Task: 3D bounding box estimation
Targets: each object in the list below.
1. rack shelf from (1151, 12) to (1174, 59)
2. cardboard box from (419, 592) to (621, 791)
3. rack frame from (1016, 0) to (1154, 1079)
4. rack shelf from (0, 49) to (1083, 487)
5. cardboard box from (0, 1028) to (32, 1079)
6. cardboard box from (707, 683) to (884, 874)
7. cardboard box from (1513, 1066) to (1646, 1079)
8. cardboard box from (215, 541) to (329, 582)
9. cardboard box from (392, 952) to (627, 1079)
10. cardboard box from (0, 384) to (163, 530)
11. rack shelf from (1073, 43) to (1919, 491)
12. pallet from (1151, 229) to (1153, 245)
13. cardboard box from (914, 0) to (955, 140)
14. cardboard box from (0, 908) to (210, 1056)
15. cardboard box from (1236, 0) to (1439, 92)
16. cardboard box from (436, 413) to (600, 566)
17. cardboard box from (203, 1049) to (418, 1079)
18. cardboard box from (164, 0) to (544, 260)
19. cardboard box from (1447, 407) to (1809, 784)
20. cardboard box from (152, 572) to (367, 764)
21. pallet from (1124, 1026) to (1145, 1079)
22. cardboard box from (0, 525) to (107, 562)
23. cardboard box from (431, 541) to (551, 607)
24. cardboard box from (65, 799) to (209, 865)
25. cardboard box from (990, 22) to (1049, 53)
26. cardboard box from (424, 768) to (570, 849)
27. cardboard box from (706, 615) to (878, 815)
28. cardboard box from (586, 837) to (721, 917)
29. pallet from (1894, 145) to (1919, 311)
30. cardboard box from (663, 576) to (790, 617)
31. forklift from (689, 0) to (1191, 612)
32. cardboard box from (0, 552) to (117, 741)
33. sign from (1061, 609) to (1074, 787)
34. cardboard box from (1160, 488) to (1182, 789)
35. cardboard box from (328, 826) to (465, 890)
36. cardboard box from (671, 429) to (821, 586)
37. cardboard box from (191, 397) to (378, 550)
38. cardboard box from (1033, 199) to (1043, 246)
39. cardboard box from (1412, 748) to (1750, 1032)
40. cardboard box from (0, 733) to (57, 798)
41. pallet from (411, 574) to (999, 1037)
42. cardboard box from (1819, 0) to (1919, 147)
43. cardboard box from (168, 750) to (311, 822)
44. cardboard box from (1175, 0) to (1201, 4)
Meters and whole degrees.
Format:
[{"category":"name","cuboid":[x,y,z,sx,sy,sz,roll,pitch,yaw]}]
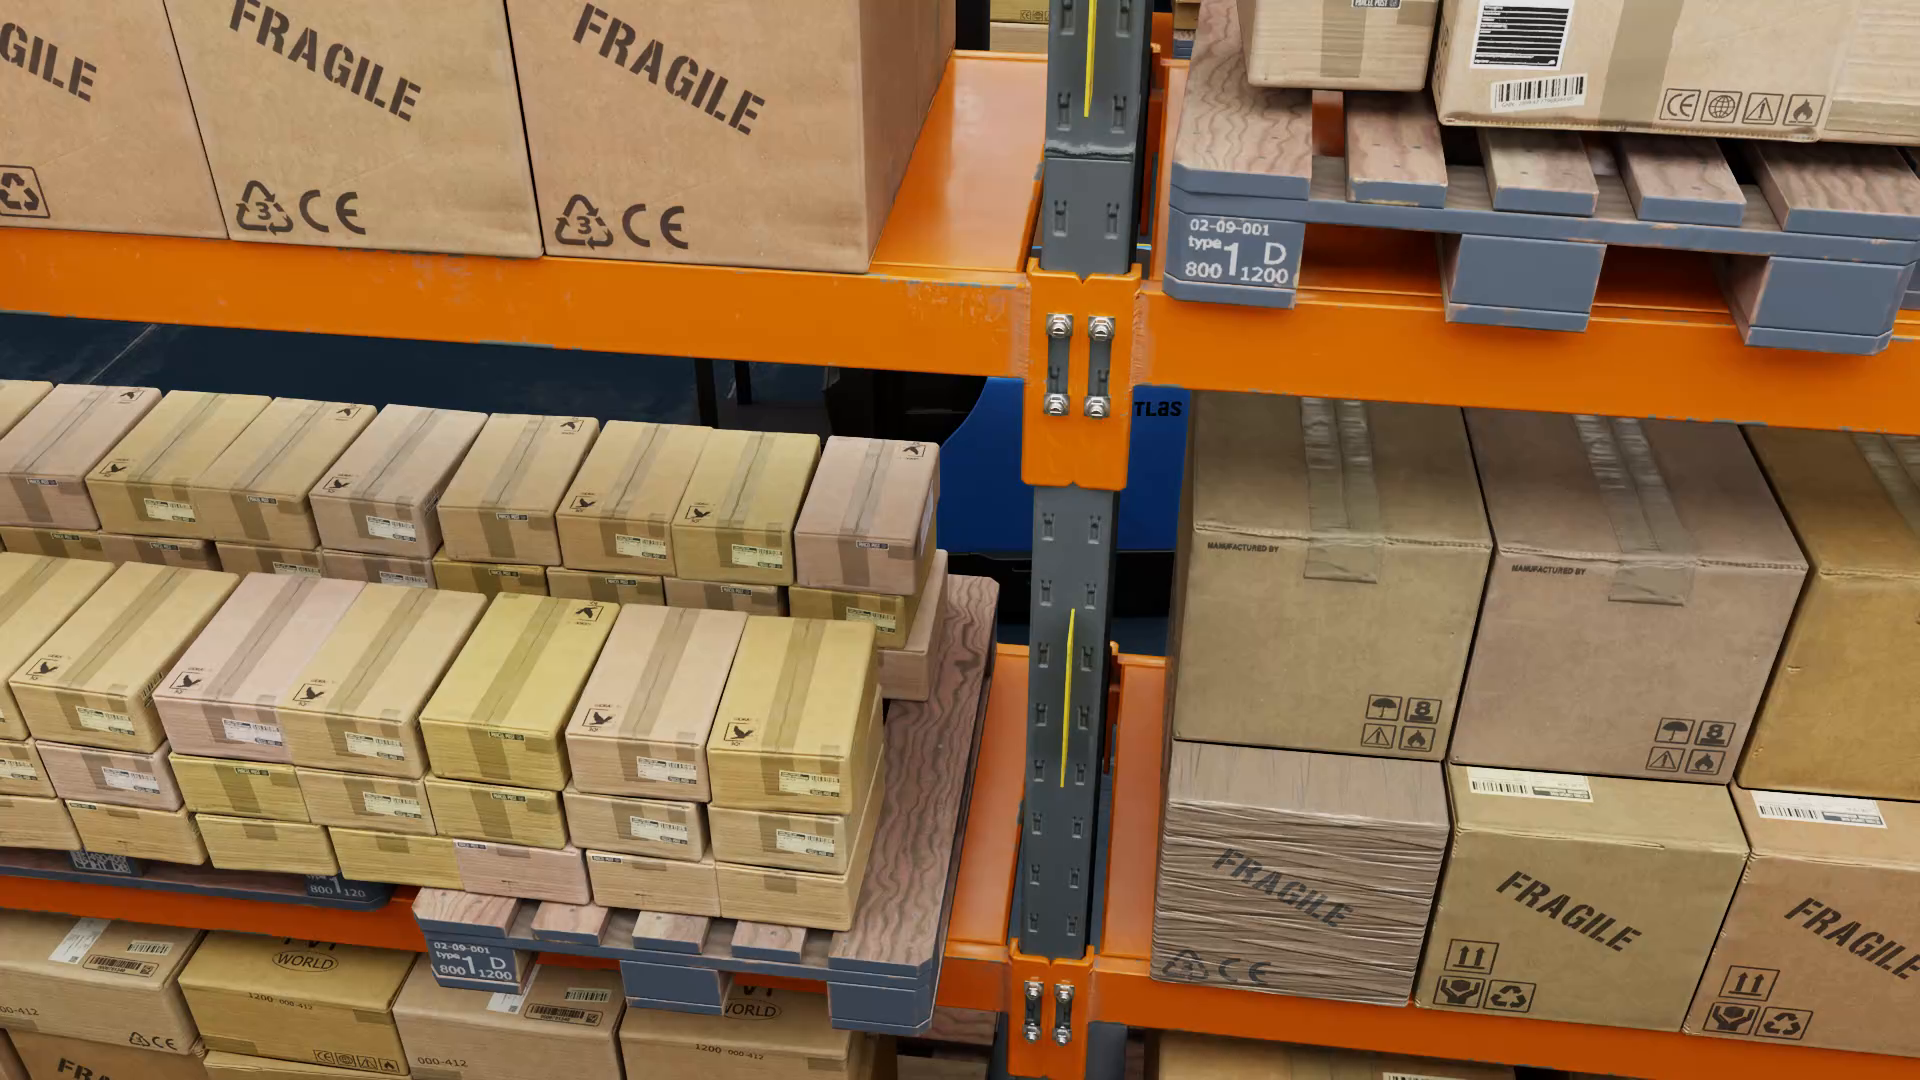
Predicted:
[{"category":"rack shelf","cuboid":[2.758,-2.020,7.617,4.000,0.370,1.077,4,36,6]},{"category":"cardboard box","cuboid":[-0.809,0.277,3.122,0.250,0.149,0.380,5,36,7]},{"category":"rack frame","cuboid":[0.245,0.399,3.609,0.127,3.000,1.000,4,36,6]},{"category":"rack shelf","cuboid":[-1.739,-0.677,3.154,4.000,0.370,1.077,4,36,6]},{"category":"cardboard box","cuboid":[-2.499,1.195,4.283,0.500,0.500,0.500,6,36,8]},{"category":"cardboard box","cuboid":[-0.303,0.435,3.157,0.250,0.149,0.380,5,36,7]},{"category":"cardboard box","cuboid":[1.705,1.304,3.916,0.750,0.750,1.050,5,36,7]},{"category":"cardboard box","cuboid":[-1.487,-0.036,3.818,0.250,0.149,0.380,4,36,6]},{"category":"cardboard box","cuboid":[-0.970,1.010,3.898,0.500,0.250,0.500,5,36,7]},{"category":"cardboard box","cuboid":[-2.007,-0.194,3.782,0.250,0.149,0.380,3,36,4]},{"category":"rack shelf","cuboid":[2.228,-0.381,2.739,4.000,0.370,1.077,4,36,6]},{"category":"pallet","cuboid":[1.550,-1.267,8.343,1.213,0.211,1.003,4,36,6]},{"category":"cardboard box","cuboid":[-0.288,-1.058,2.982,0.500,0.500,0.500,4,36,6]},{"category":"cardboard box","cuboid":[-1.990,0.930,4.010,0.500,0.250,0.500,6,36,8]},{"category":"cardboard box","cuboid":[0.555,-0.814,2.495,0.250,0.149,0.380,3,36,4]},{"category":"cardboard box","cuboid":[-0.961,-0.116,3.674,0.250,0.149,0.380,3,36,4]},{"category":"cardboard box","cuboid":[-1.483,1.277,4.168,0.500,0.500,0.500,3,36,4]},{"category":"cardboard box","cuboid":[-0.852,-0.788,2.604,0.500,0.500,0.500,4,36,6]},{"category":"cardboard box","cuboid":[1.190,0.027,3.183,0.500,0.500,0.700,4,36,5]},{"category":"cardboard box","cuboid":[-1.312,0.238,3.177,0.250,0.149,0.380,4,36,6]},{"category":"pallet","cuboid":[1.017,1.636,4.276,1.213,0.211,1.003,4,36,6]},{"category":"cardboard box","cuboid":[-1.995,-0.075,3.872,0.250,0.149,0.380,4,36,6]},{"category":"cardboard box","cuboid":[-0.994,0.003,3.763,0.250,0.149,0.380,4,36,6]},{"category":"cardboard box","cuboid":[-1.575,0.461,3.377,0.250,0.149,0.380,5,36,7]},{"category":"cardboard box","cuboid":[0.240,-2.287,7.502,0.500,0.250,0.500,3,36,4]},{"category":"cardboard box","cuboid":[-0.830,0.398,3.208,0.250,0.149,0.380,5,36,7]},{"category":"cardboard box","cuboid":[-0.300,0.316,3.067,0.250,0.149,0.380,3,36,4]},{"category":"cardboard box","cuboid":[-0.549,0.539,3.267,0.250,0.149,0.380,4,36,6]},{"category":"pallet","cuboid":[1.999,-0.647,2.655,1.213,0.211,1.003,6,36,8]},{"category":"cardboard box","cuboid":[-0.479,0.039,3.712,0.250,0.149,0.380,6,36,8]},{"category":"forklift","cuboid":[-0.622,-1.186,5.889,3.031,2.935,1.130,-1,36,-1]},{"category":"cardboard box","cuboid":[-1.840,0.200,3.231,0.250,0.149,0.380,5,36,7]},{"category":"sign","cuboid":[0.185,0.273,2.856,0.005,0.325,0.100,4,36,6]},{"category":"cardboard box","cuboid":[0.725,0.237,3.750,0.500,0.500,0.500,4,36,6]},{"category":"cardboard box","cuboid":[-1.051,0.500,3.322,0.250,0.149,0.380,4,36,5]},{"category":"cardboard box","cuboid":[-0.456,-0.076,3.617,0.250,0.149,0.380,3,36,5]},{"category":"cardboard box","cuboid":[-1.493,-0.154,3.726,0.250,0.149,0.380,5,36,7]},{"category":"cardboard box","cuboid":[0.100,-1.866,8.249,0.875,0.875,0.875,4,36,6]},{"category":"cardboard box","cuboid":[1.160,0.583,3.265,0.500,0.500,0.500,4,36,6]},{"category":"cardboard box","cuboid":[-1.839,0.322,3.315,0.250,0.149,0.380,4,36,5]},{"category":"pallet","cuboid":[-0.476,0.486,3.652,1.003,0.211,1.213,4,36,6]},{"category":"cardboard box","cuboid":[1.431,-0.755,2.325,0.500,0.250,0.500,5,36,7]},{"category":"cardboard box","cuboid":[-1.324,0.360,3.262,0.250,0.149,0.380,4,36,6]},{"category":"cardboard box","cuboid":[1.192,-2.627,7.144,0.500,0.500,0.500,3,36,5]}]
